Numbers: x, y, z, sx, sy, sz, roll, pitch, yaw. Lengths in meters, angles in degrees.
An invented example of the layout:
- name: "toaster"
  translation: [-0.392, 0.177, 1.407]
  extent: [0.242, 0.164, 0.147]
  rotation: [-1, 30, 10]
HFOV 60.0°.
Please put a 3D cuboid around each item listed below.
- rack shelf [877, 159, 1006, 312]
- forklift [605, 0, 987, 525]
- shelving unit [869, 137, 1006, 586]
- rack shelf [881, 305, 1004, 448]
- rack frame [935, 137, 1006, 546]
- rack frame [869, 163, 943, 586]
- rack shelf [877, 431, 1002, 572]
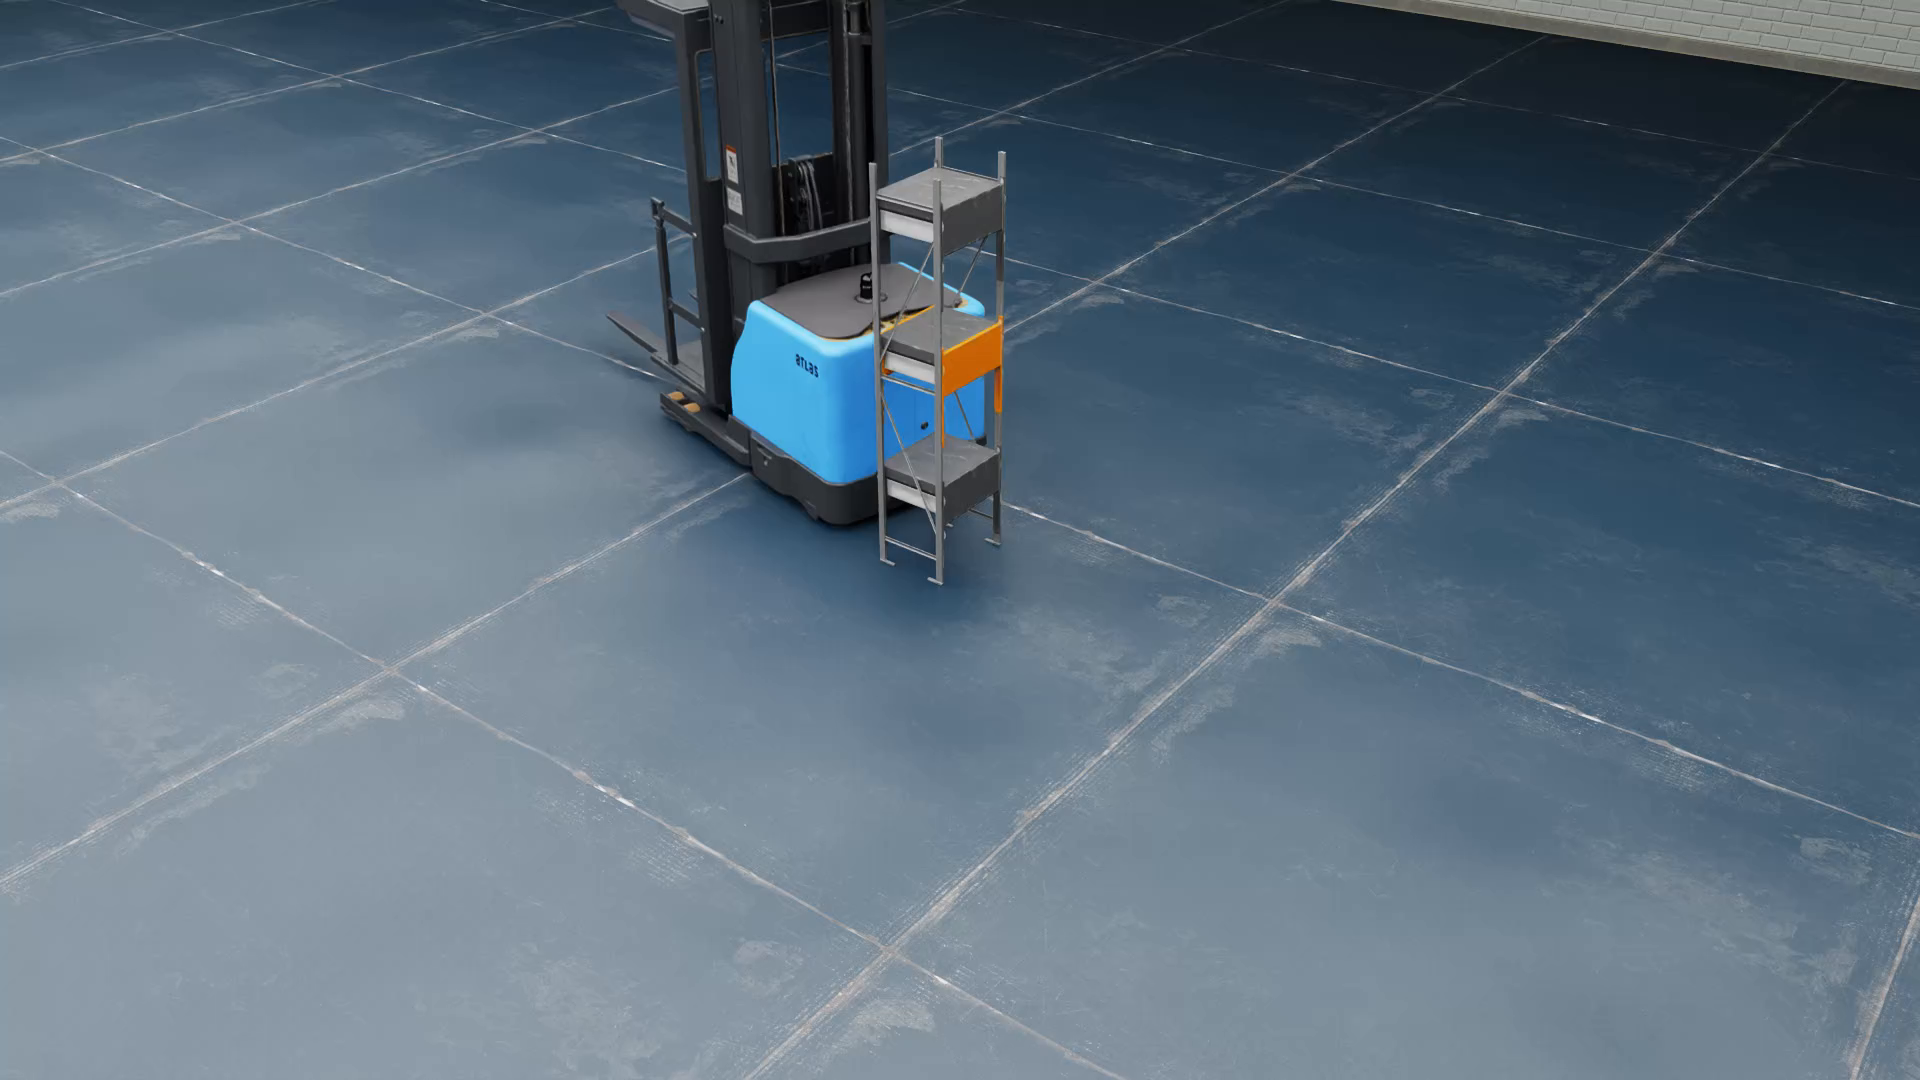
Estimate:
- name: "rack shelf"
  translation: [-0.100, -1.426, 7.751]
  extent: [0.431, 0.518, 0.480]
  rotation: [21, 37, 31]
- name: "forklift"
  translation: [-1.135, -2.036, 9.310]
  extent: [1.130, 2.935, 3.031]
  rotation: [-21, 36, -31]
- name: "shelving unit"
  translation: [-0.100, -0.836, 8.101]
  extent: [0.431, 2.100, 0.503]
  rotation: [21, 37, 31]
- name: "rack shelf"
  translation: [-0.100, -0.824, 8.108]
  extent: [0.431, 0.518, 0.480]
  rotation: [21, 37, 31]
- name: "rack frame"
  translation: [0.047, -0.935, 8.269]
  extent: [0.400, 2.100, 0.015]
  rotation: [21, 37, 31]
- name: "rack frame"
  translation: [-0.247, -0.737, 7.934]
  extent: [0.400, 2.100, 0.015]
  rotation: [21, 37, 31]
- name: "rack shelf"
  translation: [-0.100, -0.222, 8.465]
  extent: [0.431, 0.518, 0.480]
  rotation: [21, 37, 31]
